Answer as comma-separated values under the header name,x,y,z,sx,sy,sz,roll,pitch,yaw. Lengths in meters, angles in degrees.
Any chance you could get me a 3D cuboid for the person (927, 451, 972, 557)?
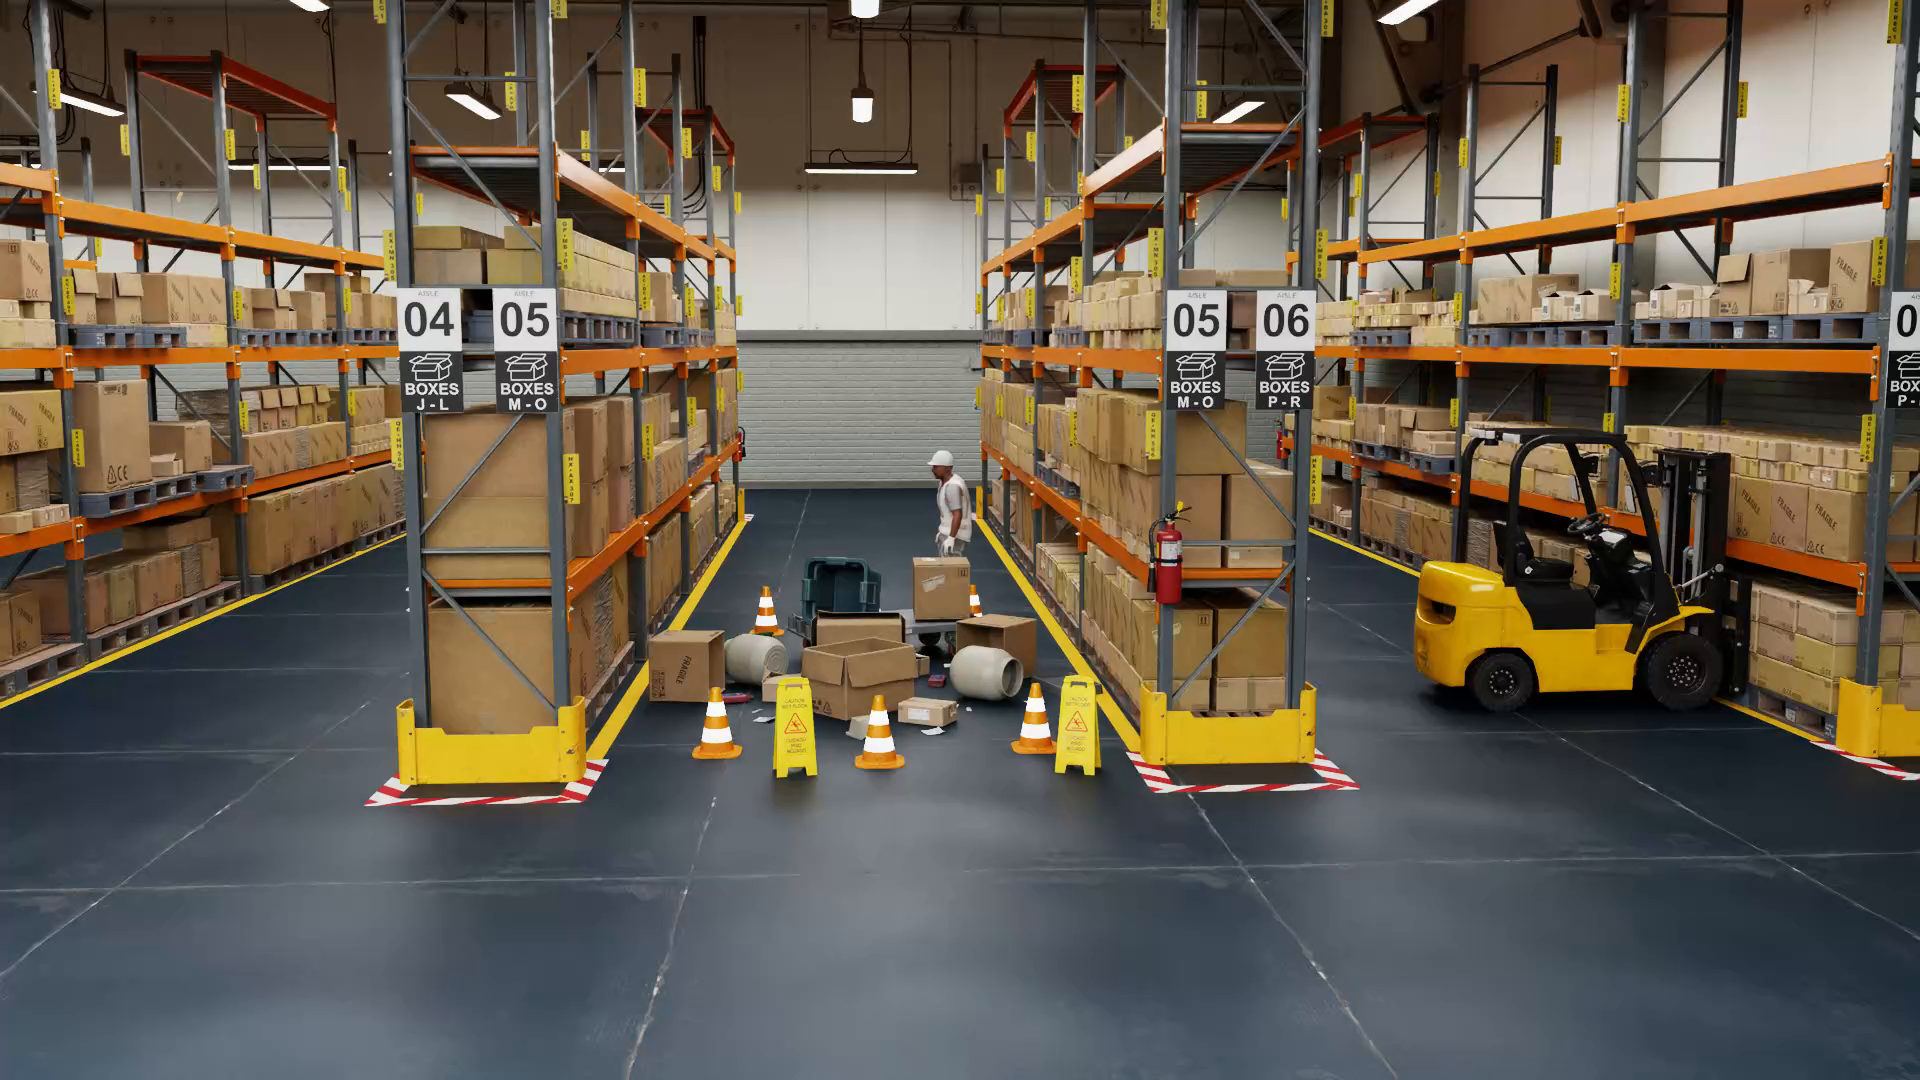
name,x,y,z,sx,sy,sz,roll,pitch,yaw
person,-0.112,-0.022,16.873,0.447,1.775,0.633,-1,7,-7
